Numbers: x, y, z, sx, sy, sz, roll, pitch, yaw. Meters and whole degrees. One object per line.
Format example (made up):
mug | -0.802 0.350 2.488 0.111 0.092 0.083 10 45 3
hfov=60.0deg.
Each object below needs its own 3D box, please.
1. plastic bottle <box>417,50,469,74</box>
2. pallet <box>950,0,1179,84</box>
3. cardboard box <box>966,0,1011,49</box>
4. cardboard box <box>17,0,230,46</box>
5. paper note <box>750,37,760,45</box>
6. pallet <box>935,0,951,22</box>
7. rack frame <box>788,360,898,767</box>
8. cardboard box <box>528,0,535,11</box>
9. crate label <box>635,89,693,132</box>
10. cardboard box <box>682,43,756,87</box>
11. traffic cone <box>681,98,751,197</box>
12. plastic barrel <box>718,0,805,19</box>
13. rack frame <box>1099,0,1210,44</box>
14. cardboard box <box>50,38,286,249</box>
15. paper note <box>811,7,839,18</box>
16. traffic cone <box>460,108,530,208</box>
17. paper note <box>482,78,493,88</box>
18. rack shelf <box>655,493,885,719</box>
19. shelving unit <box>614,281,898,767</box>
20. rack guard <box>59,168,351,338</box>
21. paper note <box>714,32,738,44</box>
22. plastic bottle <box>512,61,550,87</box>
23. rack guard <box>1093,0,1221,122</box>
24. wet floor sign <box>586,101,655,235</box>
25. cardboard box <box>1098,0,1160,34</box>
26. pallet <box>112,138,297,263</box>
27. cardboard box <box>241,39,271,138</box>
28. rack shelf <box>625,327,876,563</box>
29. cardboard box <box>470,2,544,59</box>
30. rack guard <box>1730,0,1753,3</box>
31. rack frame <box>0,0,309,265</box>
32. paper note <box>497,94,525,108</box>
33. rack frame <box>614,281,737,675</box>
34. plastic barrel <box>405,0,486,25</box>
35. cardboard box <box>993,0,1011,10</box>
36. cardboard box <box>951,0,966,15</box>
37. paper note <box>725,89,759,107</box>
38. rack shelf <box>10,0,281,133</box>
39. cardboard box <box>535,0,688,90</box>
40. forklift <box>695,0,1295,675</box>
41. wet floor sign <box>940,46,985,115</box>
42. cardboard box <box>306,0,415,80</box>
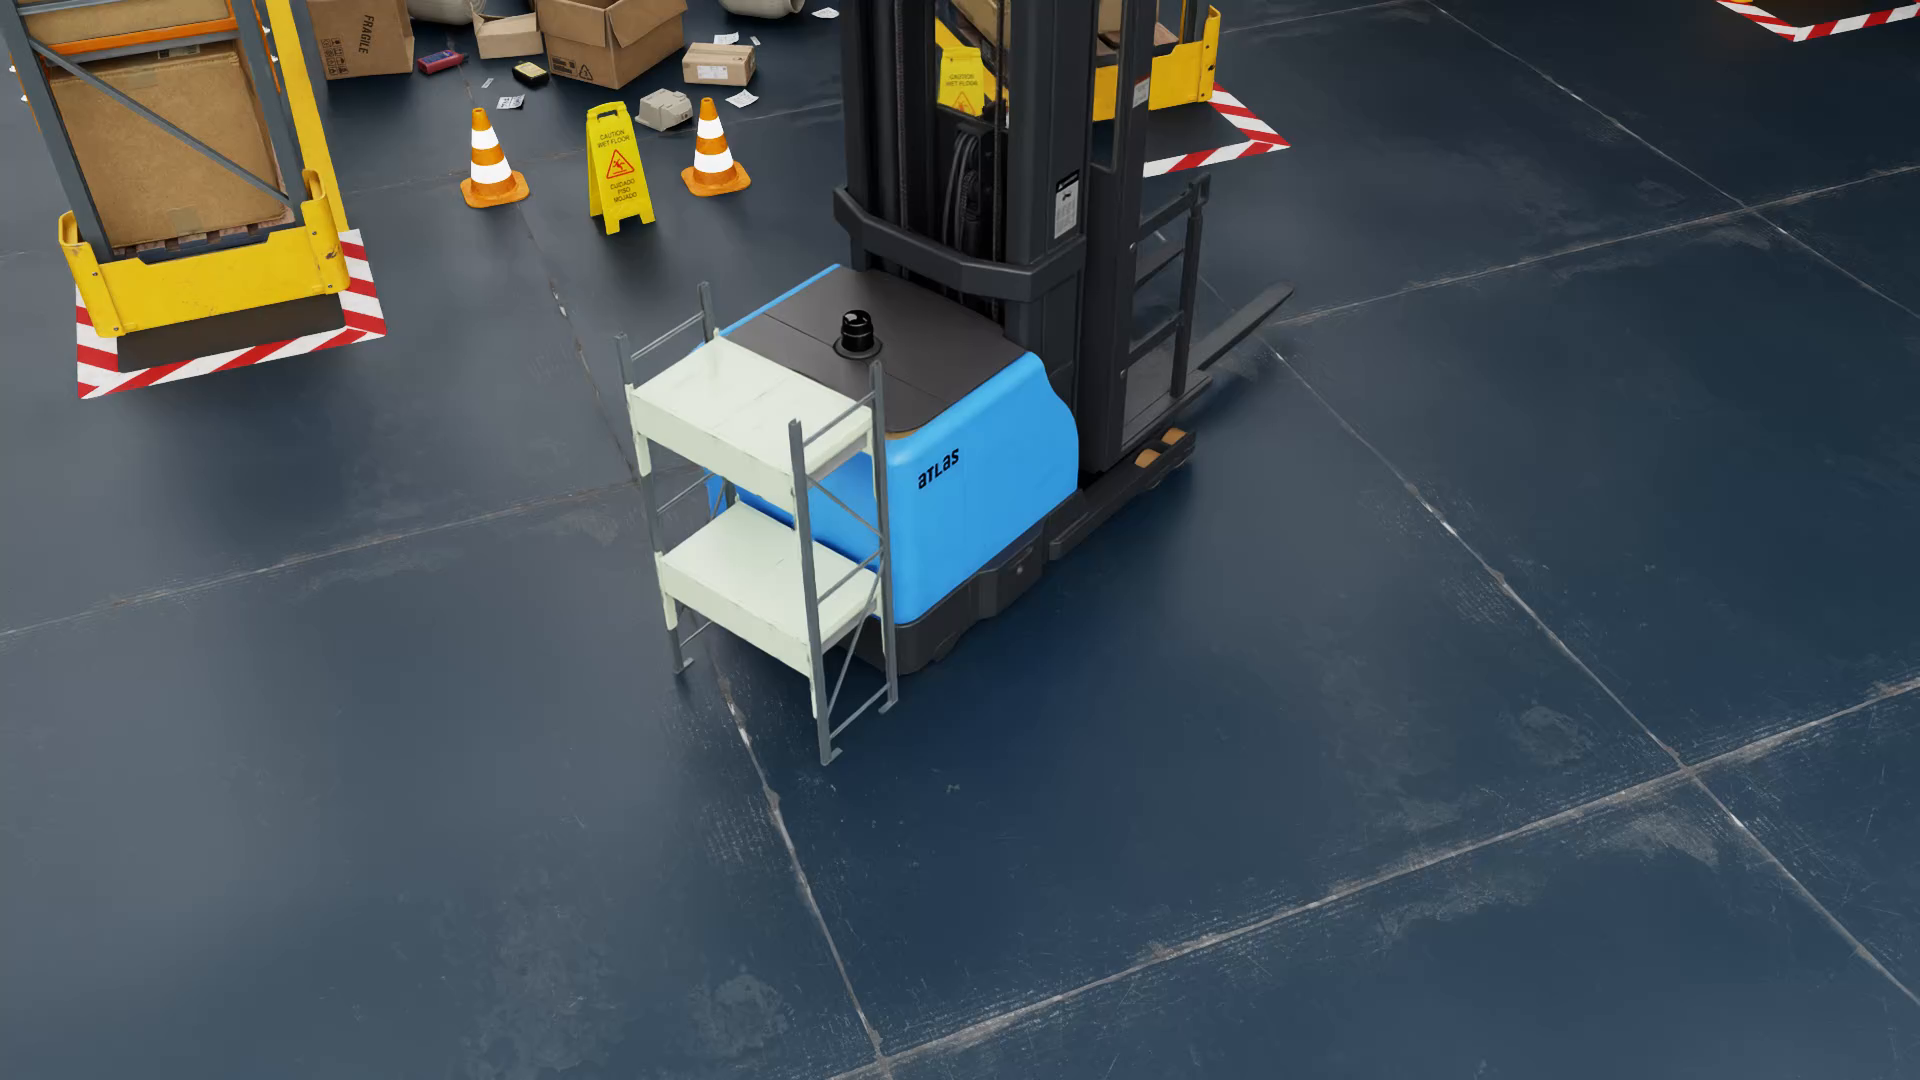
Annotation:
plastic bottle | -3.134 -2.910 10.087 0.283 0.061 0.133 -31 49 -31
pallet | 0.620 -3.126 10.223 1.003 0.211 1.213 -15 43 -17
cardboard box | 0.361 -3.190 9.946 0.500 0.250 0.500 -15 43 -17
cardboard box | -3.791 -2.613 7.373 0.875 0.550 0.550 -15 43 -17
paper note | -1.275 -3.111 10.360 0.032 0.001 0.123 -15 43 -17
pallet | 0.157 -3.860 11.077 1.003 0.211 1.213 -15 43 -17
rack frame | -0.363 0.122 5.452 0.023 1.500 0.400 27 48 28
cardboard box | -2.449 -3.732 10.600 0.797 0.637 0.503 -15 43 -17
crate label | -1.682 -2.468 9.515 0.298 0.136 0.250 27 47 27
cardboard box | -1.440 -2.844 9.943 0.380 0.149 0.250 5 41 6
traffic cone | -1.324 -2.133 8.876 0.336 0.463 0.334 -15 43 -17
plastic barrel | -1.261 -3.529 10.529 0.512 0.421 0.421 12 42 13
rack frame | 0.928 -3.639 8.682 1.000 3.000 0.127 -15 43 -17
cardboard box | -3.928 -2.089 8.187 0.875 0.875 0.875 -15 43 -17
paper note | -0.852 -3.382 10.659 0.142 0.019 0.148 -31 49 -31
traffic cone | -2.498 -2.056 8.786 0.336 0.463 0.334 -15 43 -17
paper note | -2.815 -2.723 9.909 0.032 0.001 0.123 5 41 6
rack shelf | -0.649 0.220 5.839 0.720 0.370 0.431 27 48 28
shelving unit | -0.652 -0.025 5.624 0.755 1.500 0.431 27 48 28
rack guard | -3.598 -1.381 7.973 1.175 0.500 0.348 -15 43 -17
paper note | -1.460 -3.131 10.377 0.148 0.019 0.142 -2 41 -2
plastic bottle | -2.589 -2.799 9.958 0.133 0.061 0.283 -31 49 -31
rack guard | 0.899 -2.737 9.550 1.175 0.500 0.348 -15 43 -17
wet floor sign | -1.767 -1.928 8.497 0.267 0.644 0.232 -23 46 -24
cardboard box | 0.874 -3.311 10.087 0.500 0.250 0.500 -15 43 -17
pallet | -3.985 -1.748 8.621 1.003 0.211 1.213 -15 43 -17
cardboard box | -4.266 -2.619 8.802 0.875 0.875 0.875 -16 43 -18
rack shelf | -0.655 -0.318 5.366 0.720 0.370 0.431 27 48 28
cardboard box | -2.778 -3.141 10.199 0.396 0.266 0.258 -8 41 -9
rack guard | 5.521 -3.918 10.922 1.175 0.500 0.348 -15 43 -17
rack frame | -3.607 -2.344 7.175 1.000 3.000 0.127 -15 43 -17
paper note | -2.622 -2.560 9.705 0.144 0.017 0.142 -2 41 -2
rack frame | -0.940 -0.172 5.795 0.023 1.500 0.400 27 48 28
plastic barrel | -3.286 -3.476 10.467 0.512 0.421 0.421 12 42 13
cardboard box | 0.380 -3.458 9.682 0.500 0.500 0.500 -15 43 -17
cardboard box | 0.179 -3.490 10.295 0.500 0.250 0.500 -15 43 -17
paper note | -1.273 -2.587 9.734 0.148 0.019 0.142 -31 49 -31
rack shelf | -4.372 -3.276 8.810 1.077 0.370 4.000 -15 43 -17
cardboard box | -2.084 -3.119 9.992 0.637 0.503 0.797 19 44 20
forklift | 0.352 -1.514 6.263 1.130 2.935 3.031 28 48 29
wet floor sign | 0.012 -2.365 9.006 0.267 0.644 0.232 -2 41 -2
cardboard box | -3.595 -3.127 10.001 0.500 0.500 0.500 -8 41 -9
